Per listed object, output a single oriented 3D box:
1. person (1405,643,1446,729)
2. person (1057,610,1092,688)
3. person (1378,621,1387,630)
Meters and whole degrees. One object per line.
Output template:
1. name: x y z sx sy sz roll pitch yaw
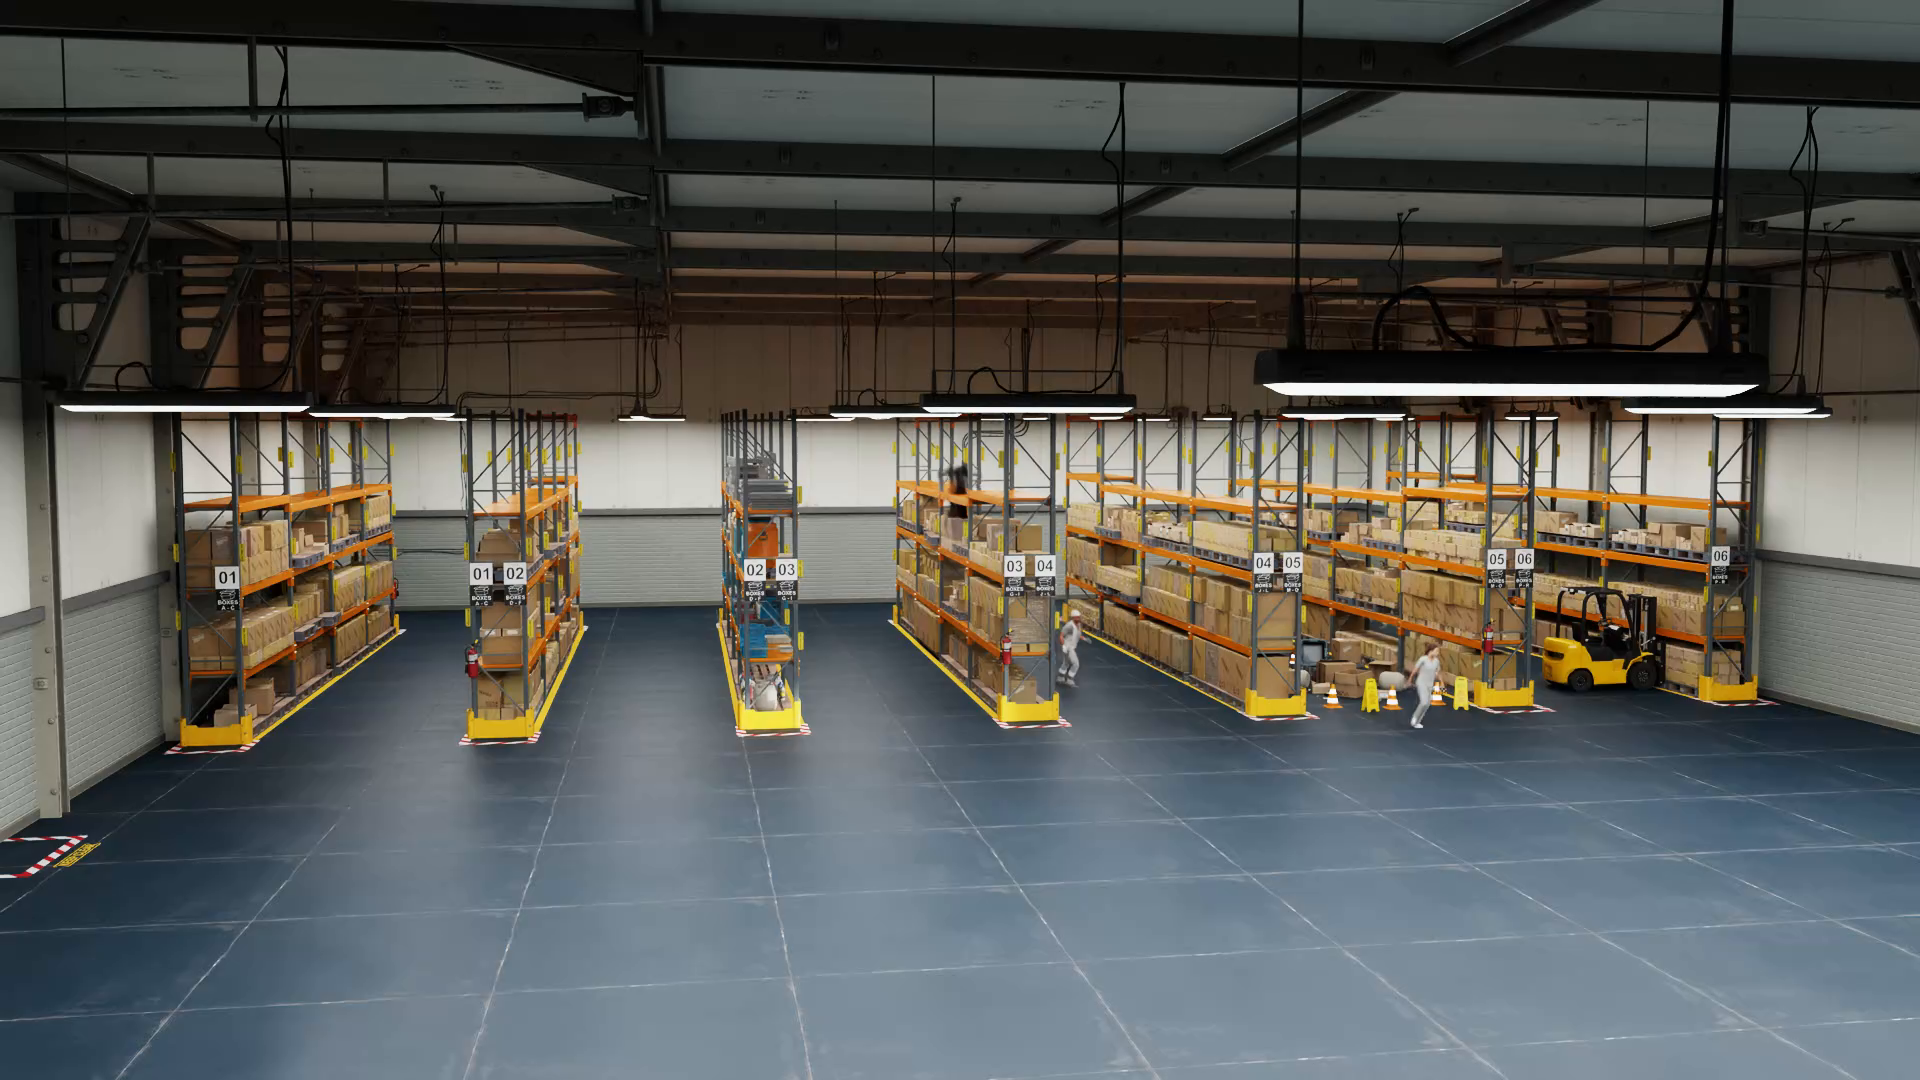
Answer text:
1. person: 8.744 2.737 31.191 0.562 1.632 0.609 -2 5 -28
2. person: 2.447 2.367 36.190 0.839 1.740 0.683 2 4 24
3. person: 11.438 1.700 46.007 0.607 1.656 0.956 -2 4 -27
